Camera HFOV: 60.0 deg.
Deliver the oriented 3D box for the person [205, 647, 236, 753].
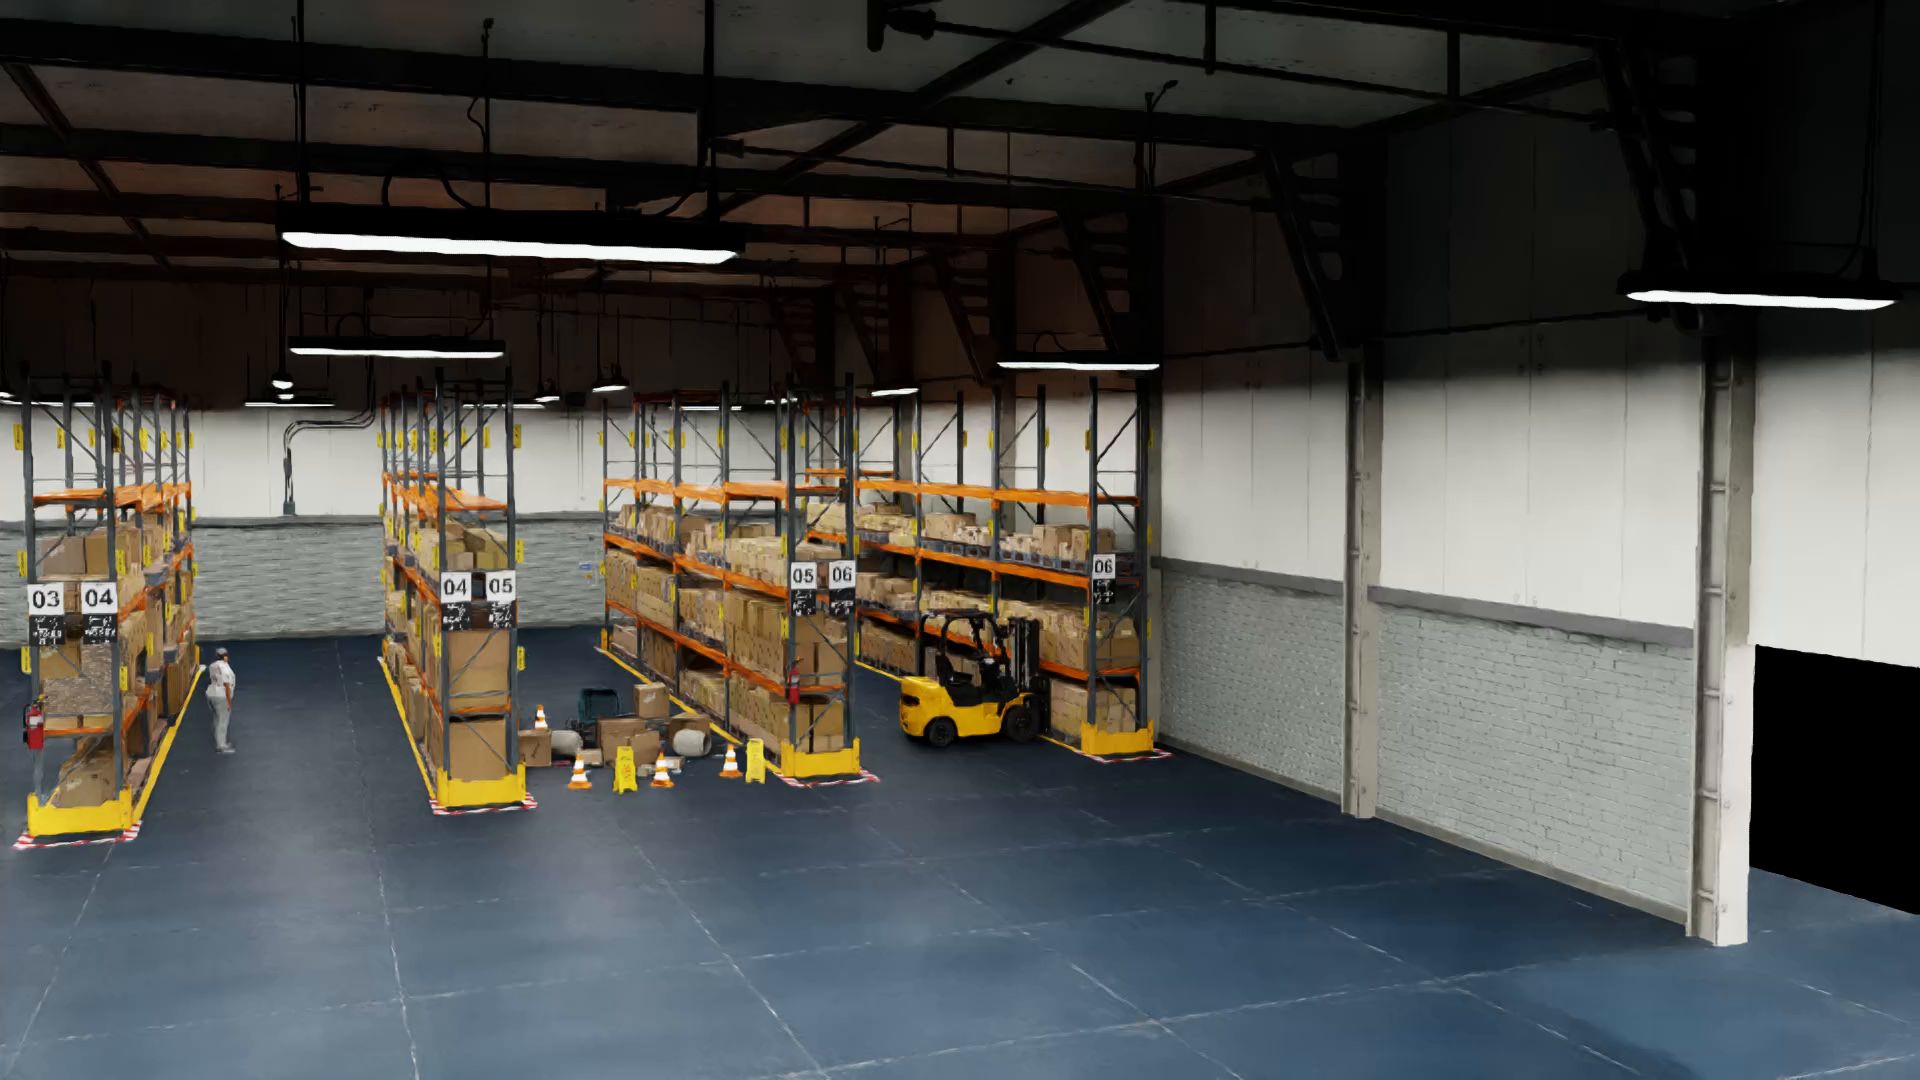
[{"bbox_3d":[-11.839,2.550,26.727,0.579,1.673,0.464,3,4,39],"label":"person"}]
